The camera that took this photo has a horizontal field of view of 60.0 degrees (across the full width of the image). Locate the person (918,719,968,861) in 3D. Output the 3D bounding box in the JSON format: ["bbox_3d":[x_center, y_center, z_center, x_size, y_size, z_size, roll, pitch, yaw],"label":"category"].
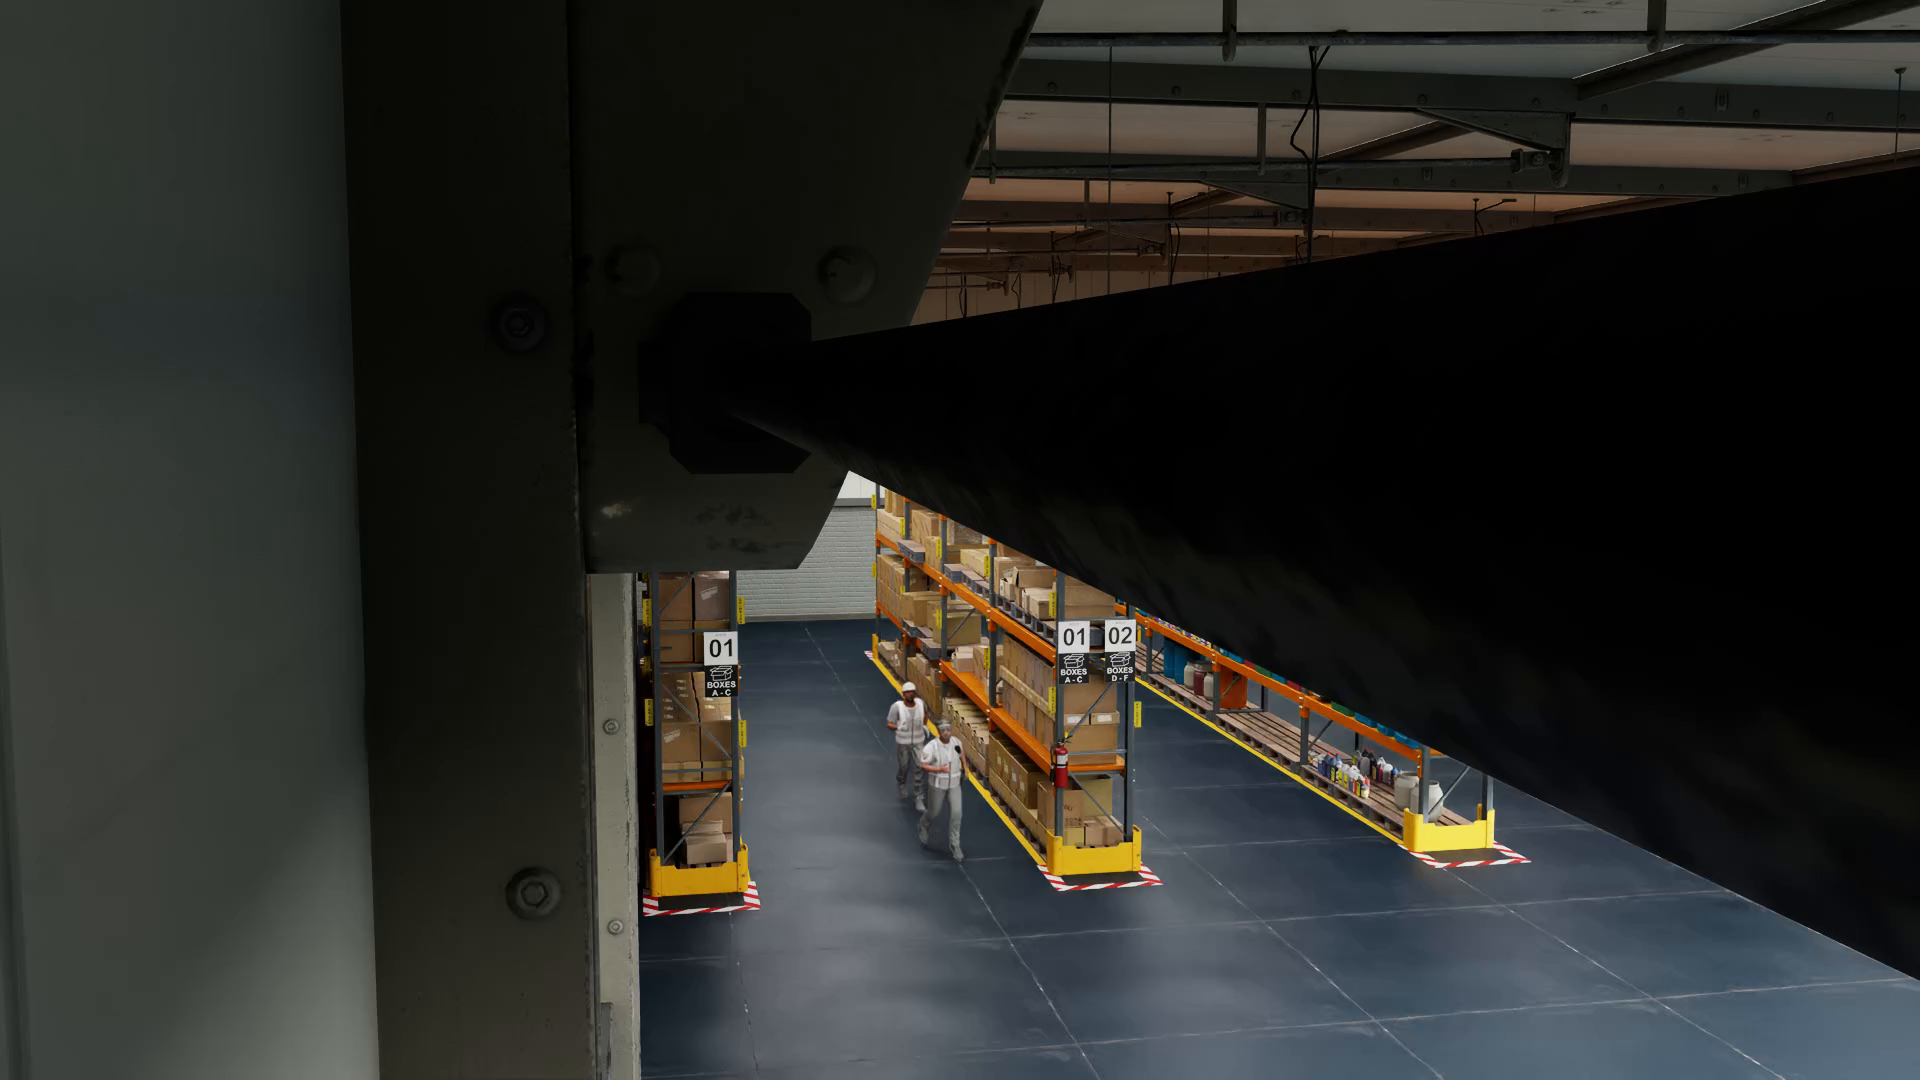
[{"bbox_3d":[-0.214,3.214,21.805,0.671,1.825,0.921,-2,6,-19],"label":"person"}]

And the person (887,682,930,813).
[{"bbox_3d":[-0.738,2.956,24.129,0.672,1.819,0.928,-1,6,-14],"label":"person"}]

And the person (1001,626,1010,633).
[{"bbox_3d":[1.159,1.913,34.576,0.705,1.740,0.831,-2,6,-17],"label":"person"}]
